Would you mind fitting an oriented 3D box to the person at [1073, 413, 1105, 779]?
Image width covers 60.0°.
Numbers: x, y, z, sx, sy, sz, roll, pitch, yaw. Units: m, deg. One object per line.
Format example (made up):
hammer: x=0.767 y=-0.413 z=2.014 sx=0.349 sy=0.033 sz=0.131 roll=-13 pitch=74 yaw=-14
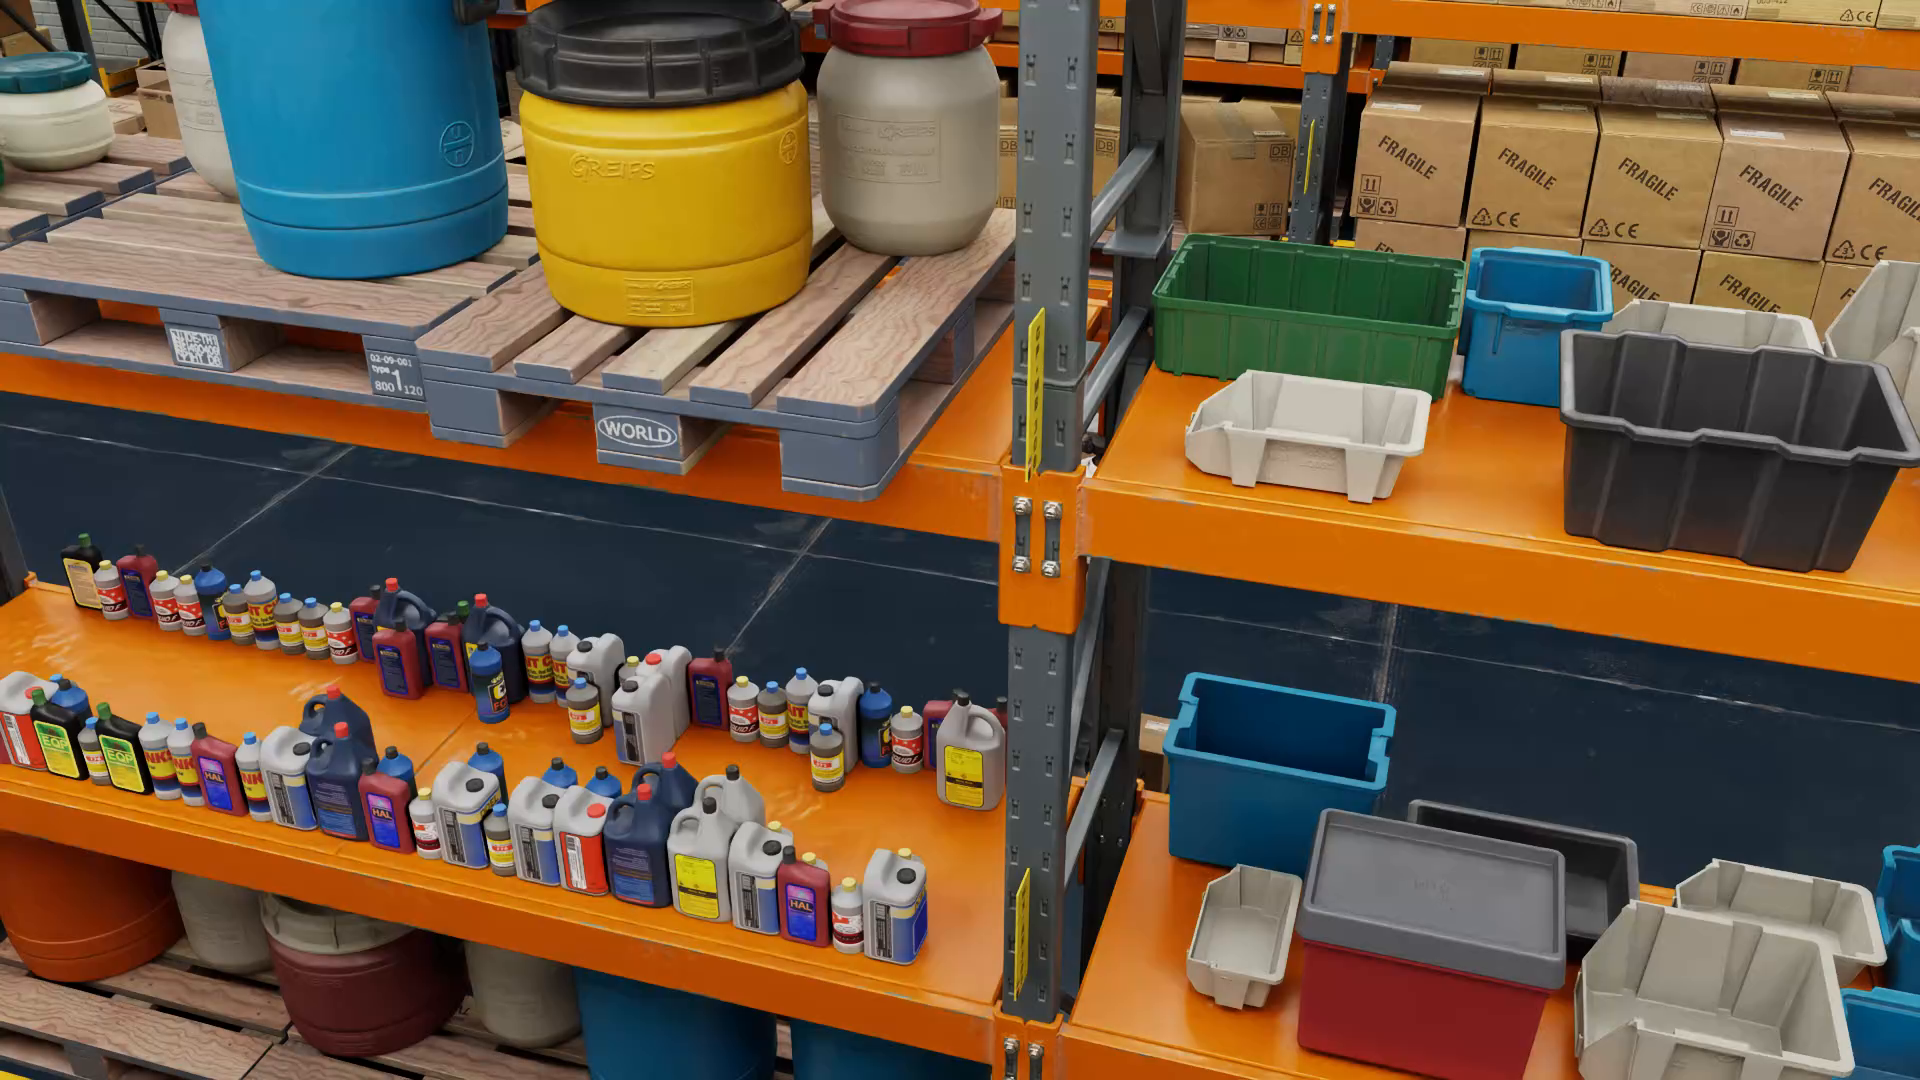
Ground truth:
person: x=0.546 y=0.256 z=6.668 sx=0.419 sy=1.663 sz=0.529 roll=7 pitch=30 yaw=13
